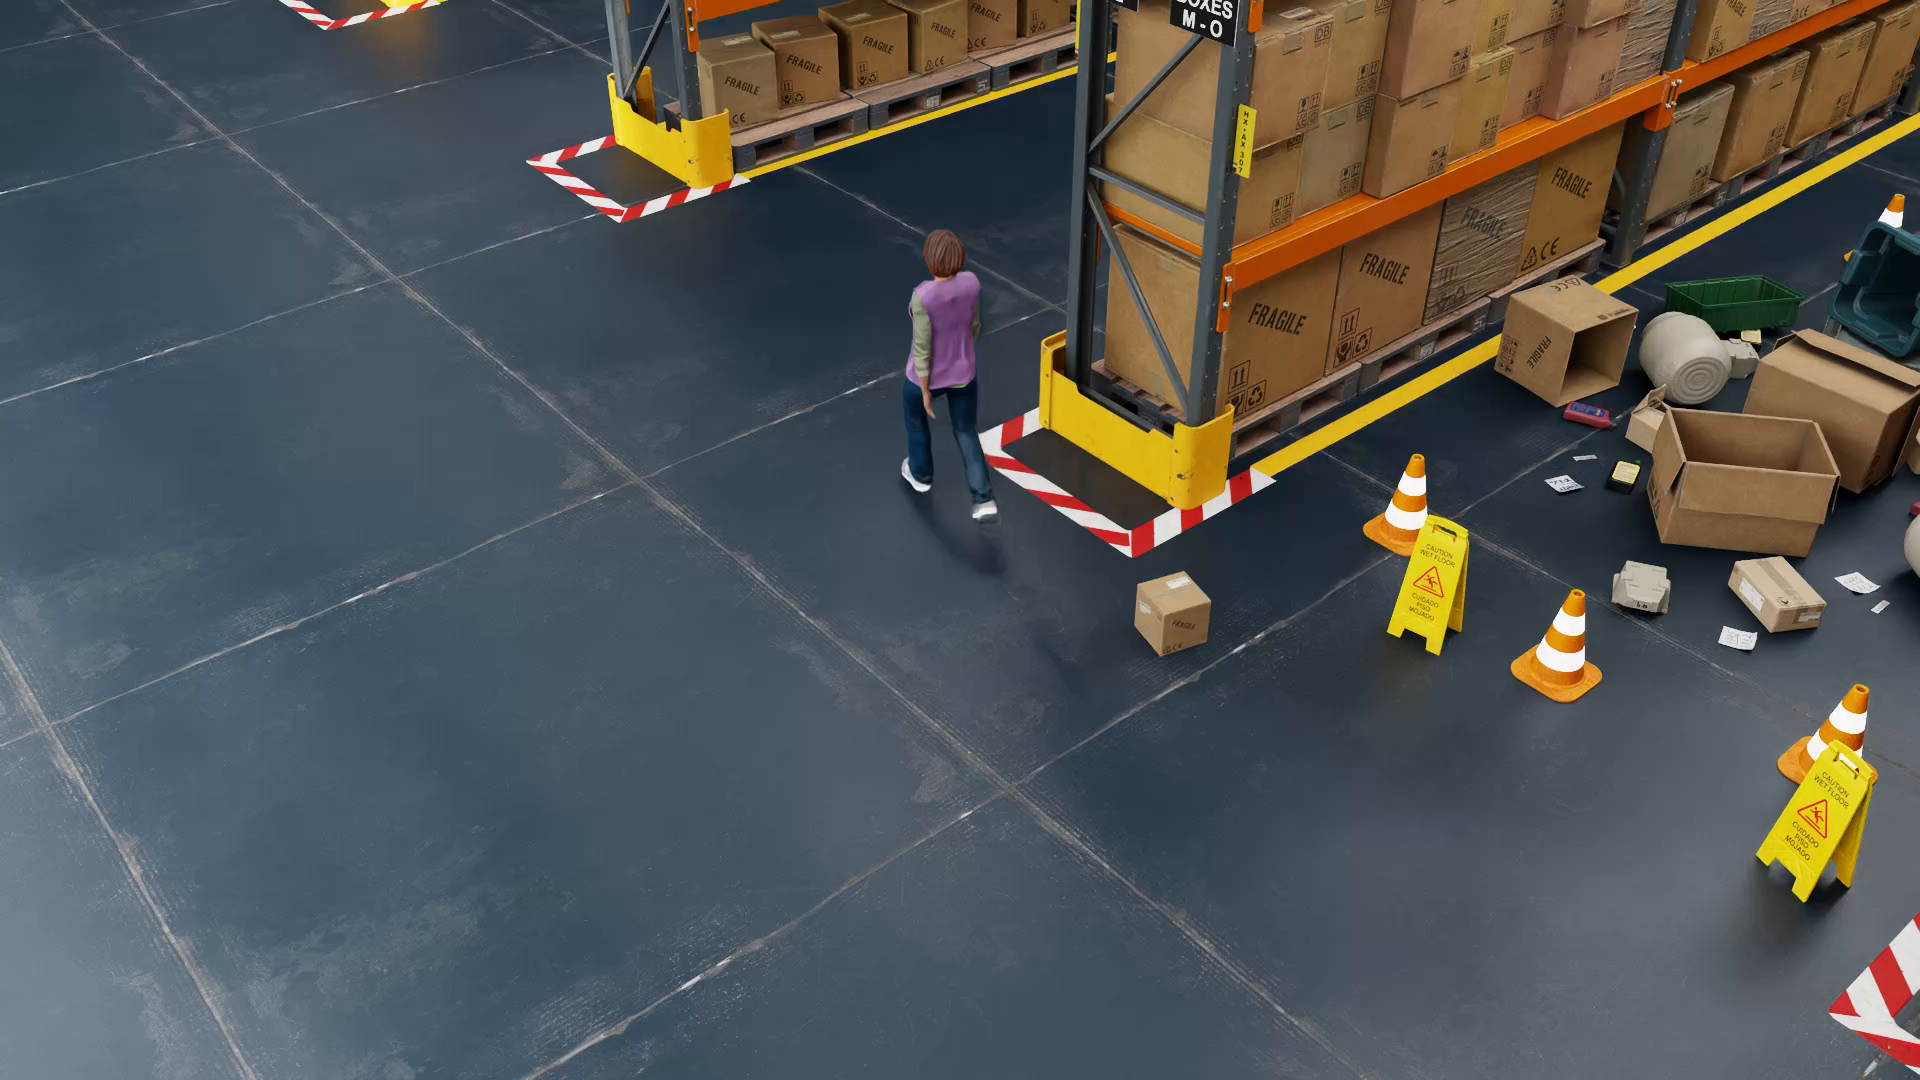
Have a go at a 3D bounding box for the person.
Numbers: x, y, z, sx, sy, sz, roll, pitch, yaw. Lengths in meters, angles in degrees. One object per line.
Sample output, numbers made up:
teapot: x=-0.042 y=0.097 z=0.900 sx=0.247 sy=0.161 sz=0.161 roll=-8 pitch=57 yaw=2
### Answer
person: x=-0.058 y=-0.803 z=8.161 sx=0.394 sy=1.549 sz=0.851 roll=-14 pitch=39 yaw=-18
